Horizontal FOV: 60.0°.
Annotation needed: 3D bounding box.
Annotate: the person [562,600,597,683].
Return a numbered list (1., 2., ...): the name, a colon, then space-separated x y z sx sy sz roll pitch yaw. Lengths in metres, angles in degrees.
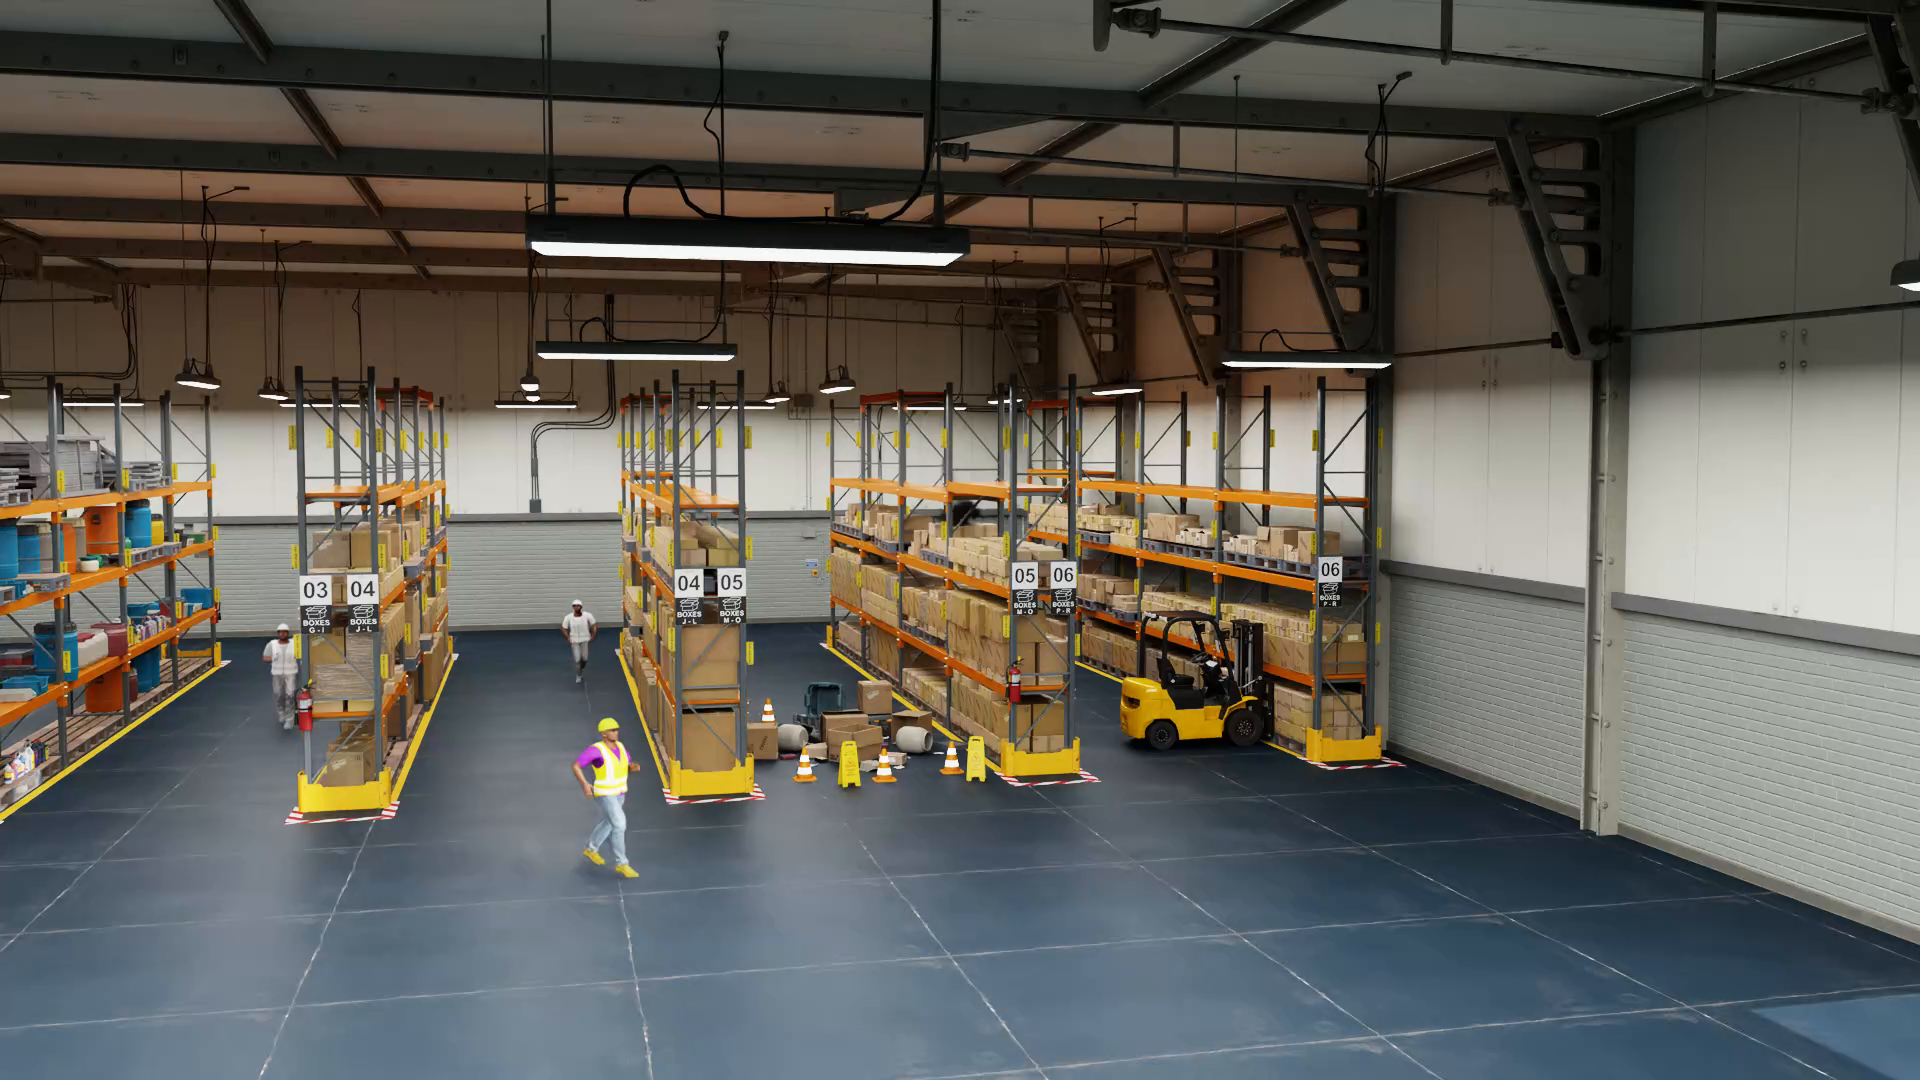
1. person: -7.864 2.094 34.361 0.706 1.724 0.523 -1 3 -12

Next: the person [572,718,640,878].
1. person: -4.041 2.952 19.218 0.880 1.797 0.686 2 4 24

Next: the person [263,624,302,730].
1. person: -11.778 2.350 28.985 0.678 1.784 0.972 -1 4 -16
